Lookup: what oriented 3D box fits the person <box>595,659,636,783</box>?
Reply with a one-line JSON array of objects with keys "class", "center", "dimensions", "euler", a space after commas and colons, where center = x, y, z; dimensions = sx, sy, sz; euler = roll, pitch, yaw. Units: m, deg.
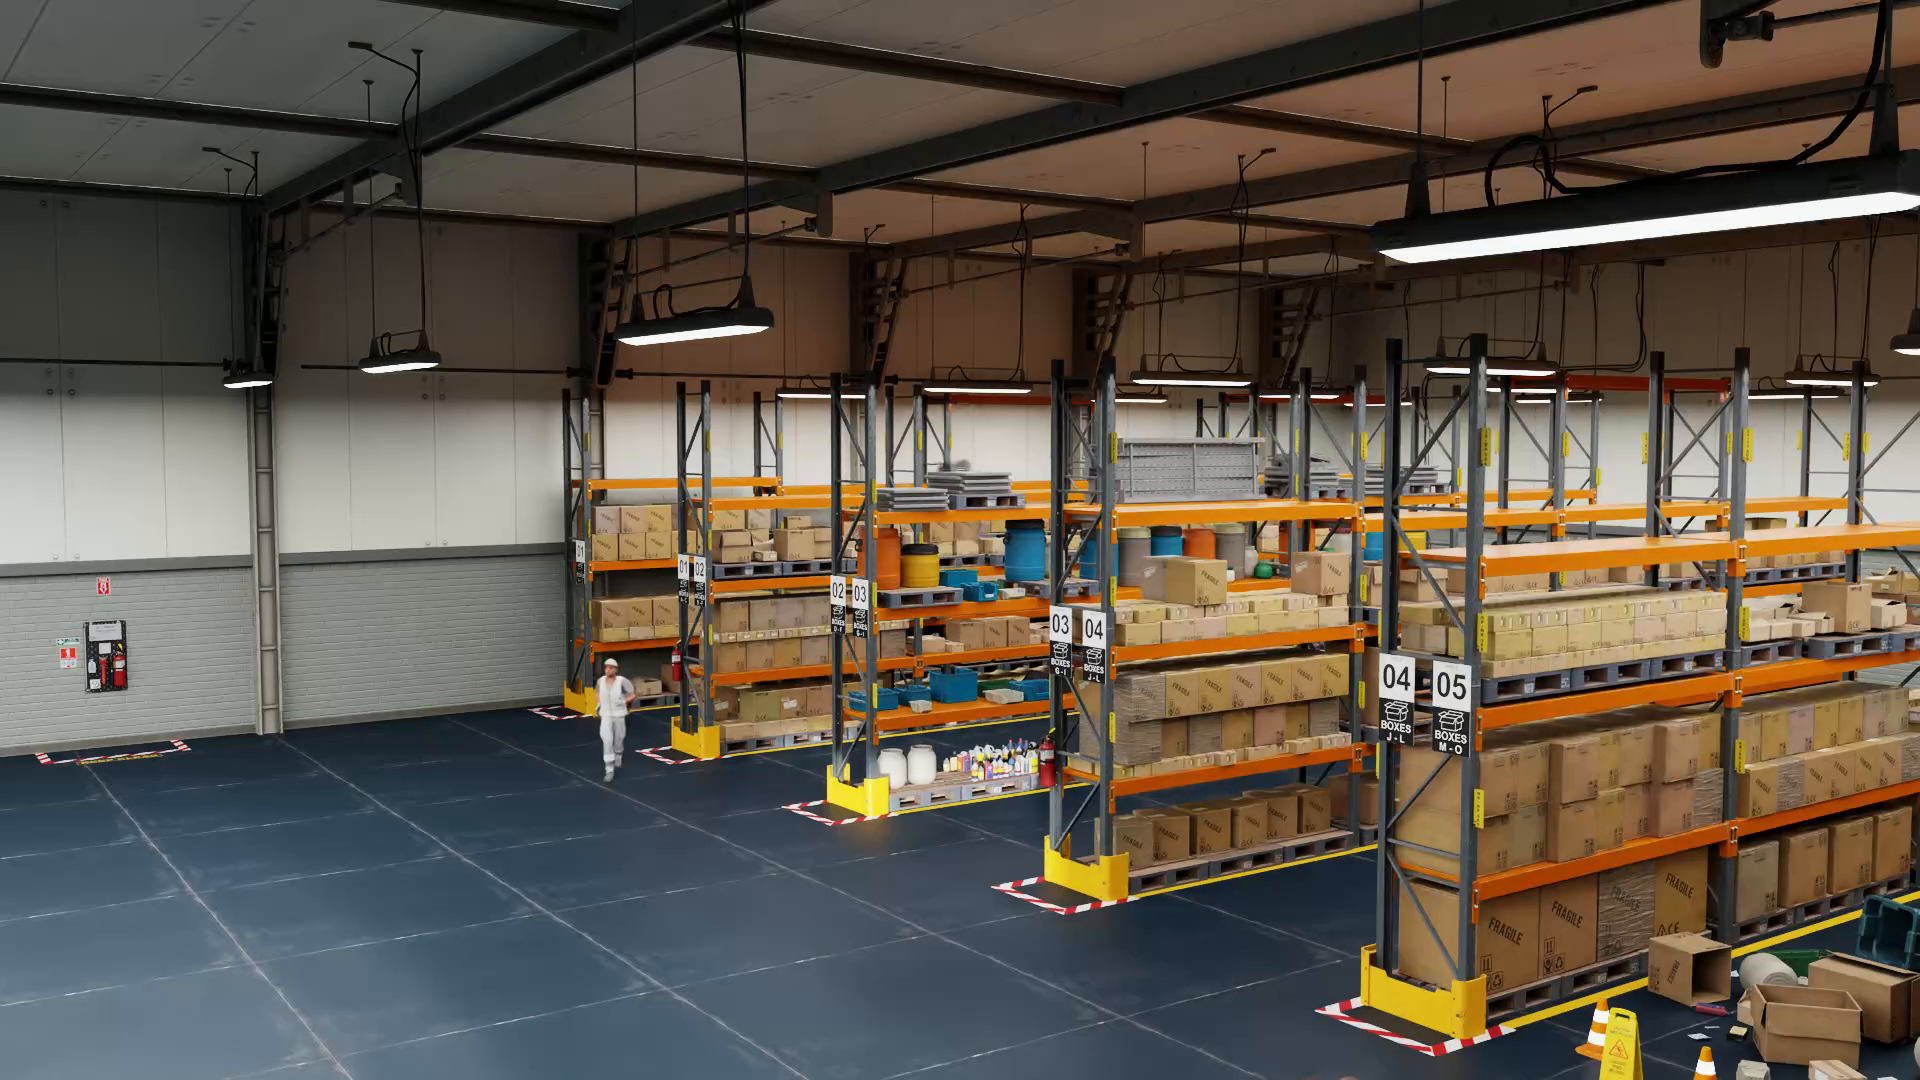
[{"class": "person", "center": [-5.182, 2.668, 24.939], "dimensions": [0.638, 1.796, 0.888], "euler": [0, 4, -1]}]
